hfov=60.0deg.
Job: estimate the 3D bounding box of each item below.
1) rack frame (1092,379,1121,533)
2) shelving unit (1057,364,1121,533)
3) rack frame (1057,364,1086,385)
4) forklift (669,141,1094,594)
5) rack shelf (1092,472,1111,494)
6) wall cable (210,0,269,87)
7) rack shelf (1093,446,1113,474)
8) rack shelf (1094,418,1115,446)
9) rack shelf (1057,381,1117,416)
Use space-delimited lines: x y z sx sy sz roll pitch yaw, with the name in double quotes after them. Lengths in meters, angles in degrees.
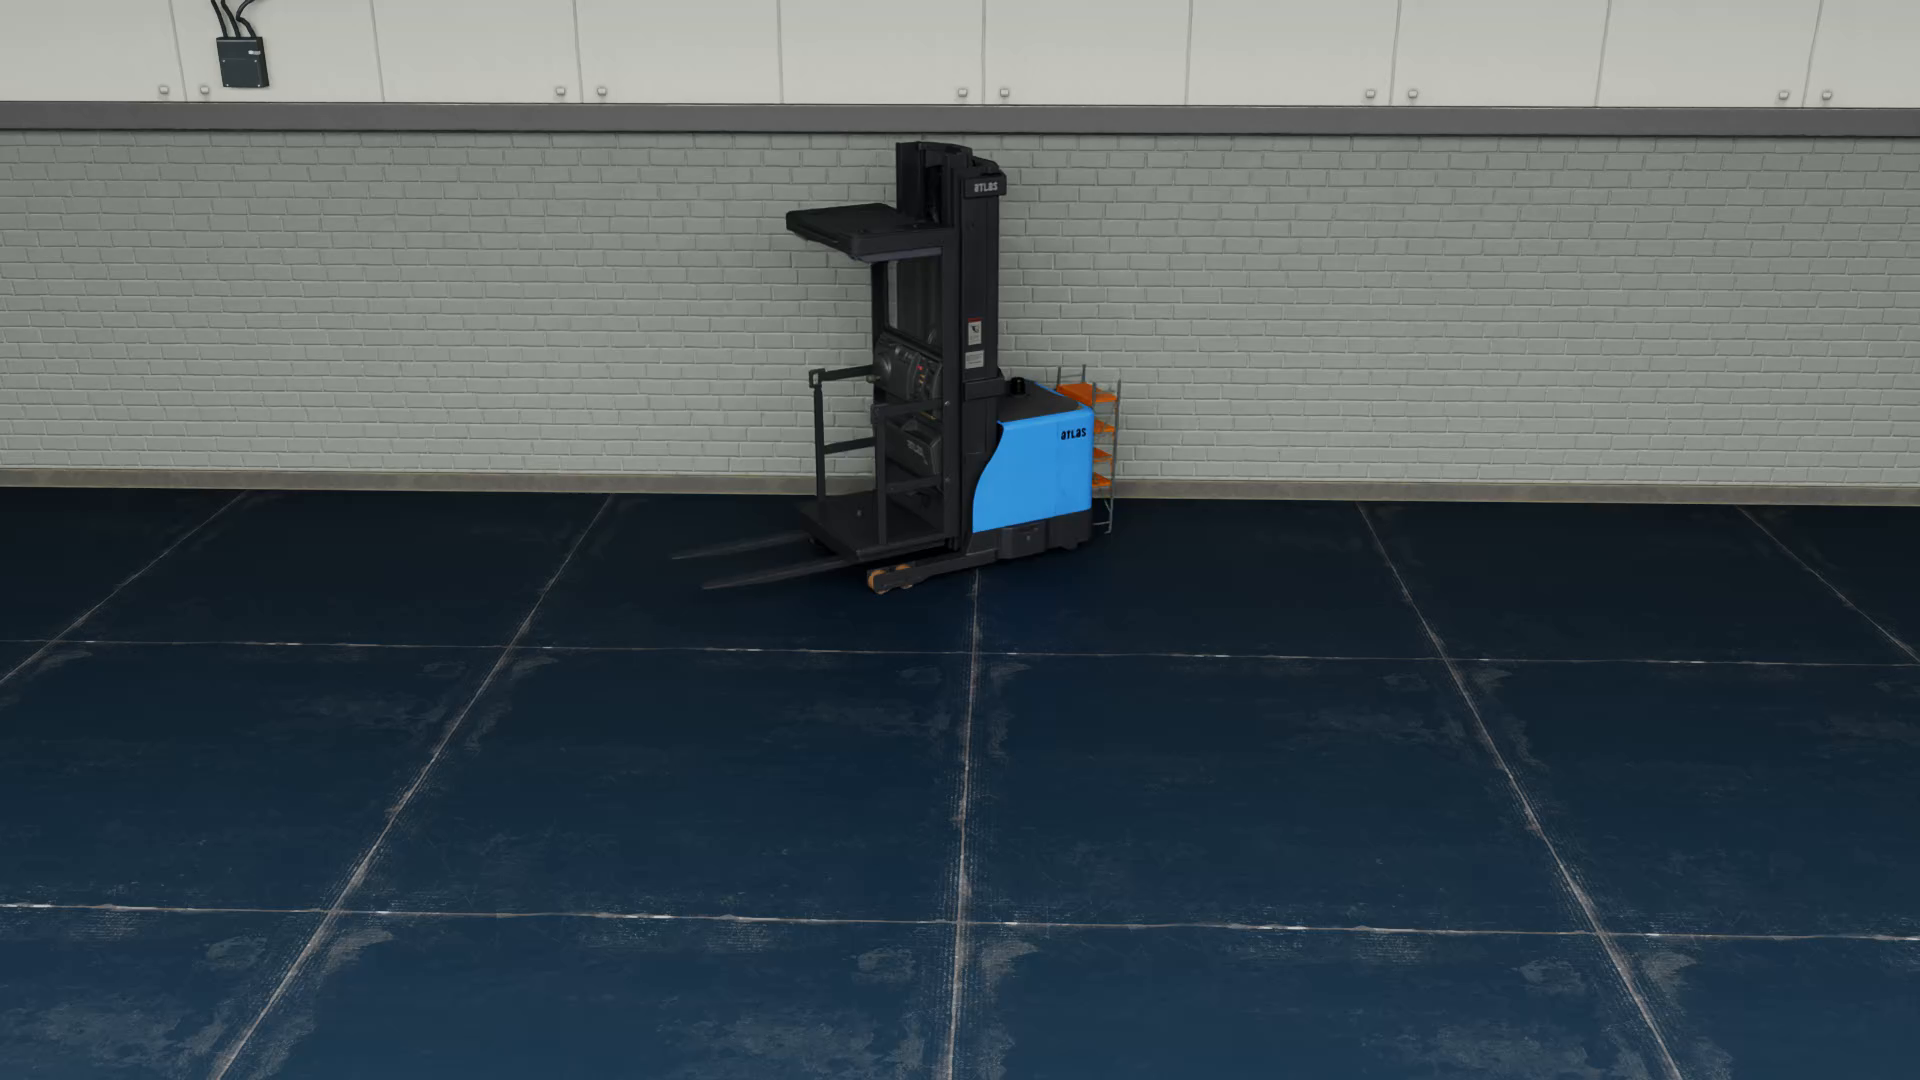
1.063 -0.607 12.422 0.240 1.200 0.015 -9 23 -27 "rack frame"
0.947 -0.685 12.622 0.258 1.200 0.503 -9 23 -27 "shelving unit"
0.831 -0.762 12.822 0.240 1.200 0.015 -9 23 -27 "rack frame"
-0.551 -1.209 11.592 3.031 2.935 1.130 -11 24 -27 "forklift"
0.939 -0.435 12.714 0.258 0.148 0.480 -9 23 -27 "rack shelf"
-4.324 -6.165 11.276 2.305 6.003 0.169 1 21 2 "wall cable"
0.945 -0.621 12.645 0.258 0.148 0.480 -9 23 -27 "rack shelf"
0.952 -0.831 12.567 0.258 0.148 0.480 -9 23 -27 "rack shelf"
0.959 -1.053 12.486 0.258 0.148 0.480 -9 23 -27 "rack shelf"
